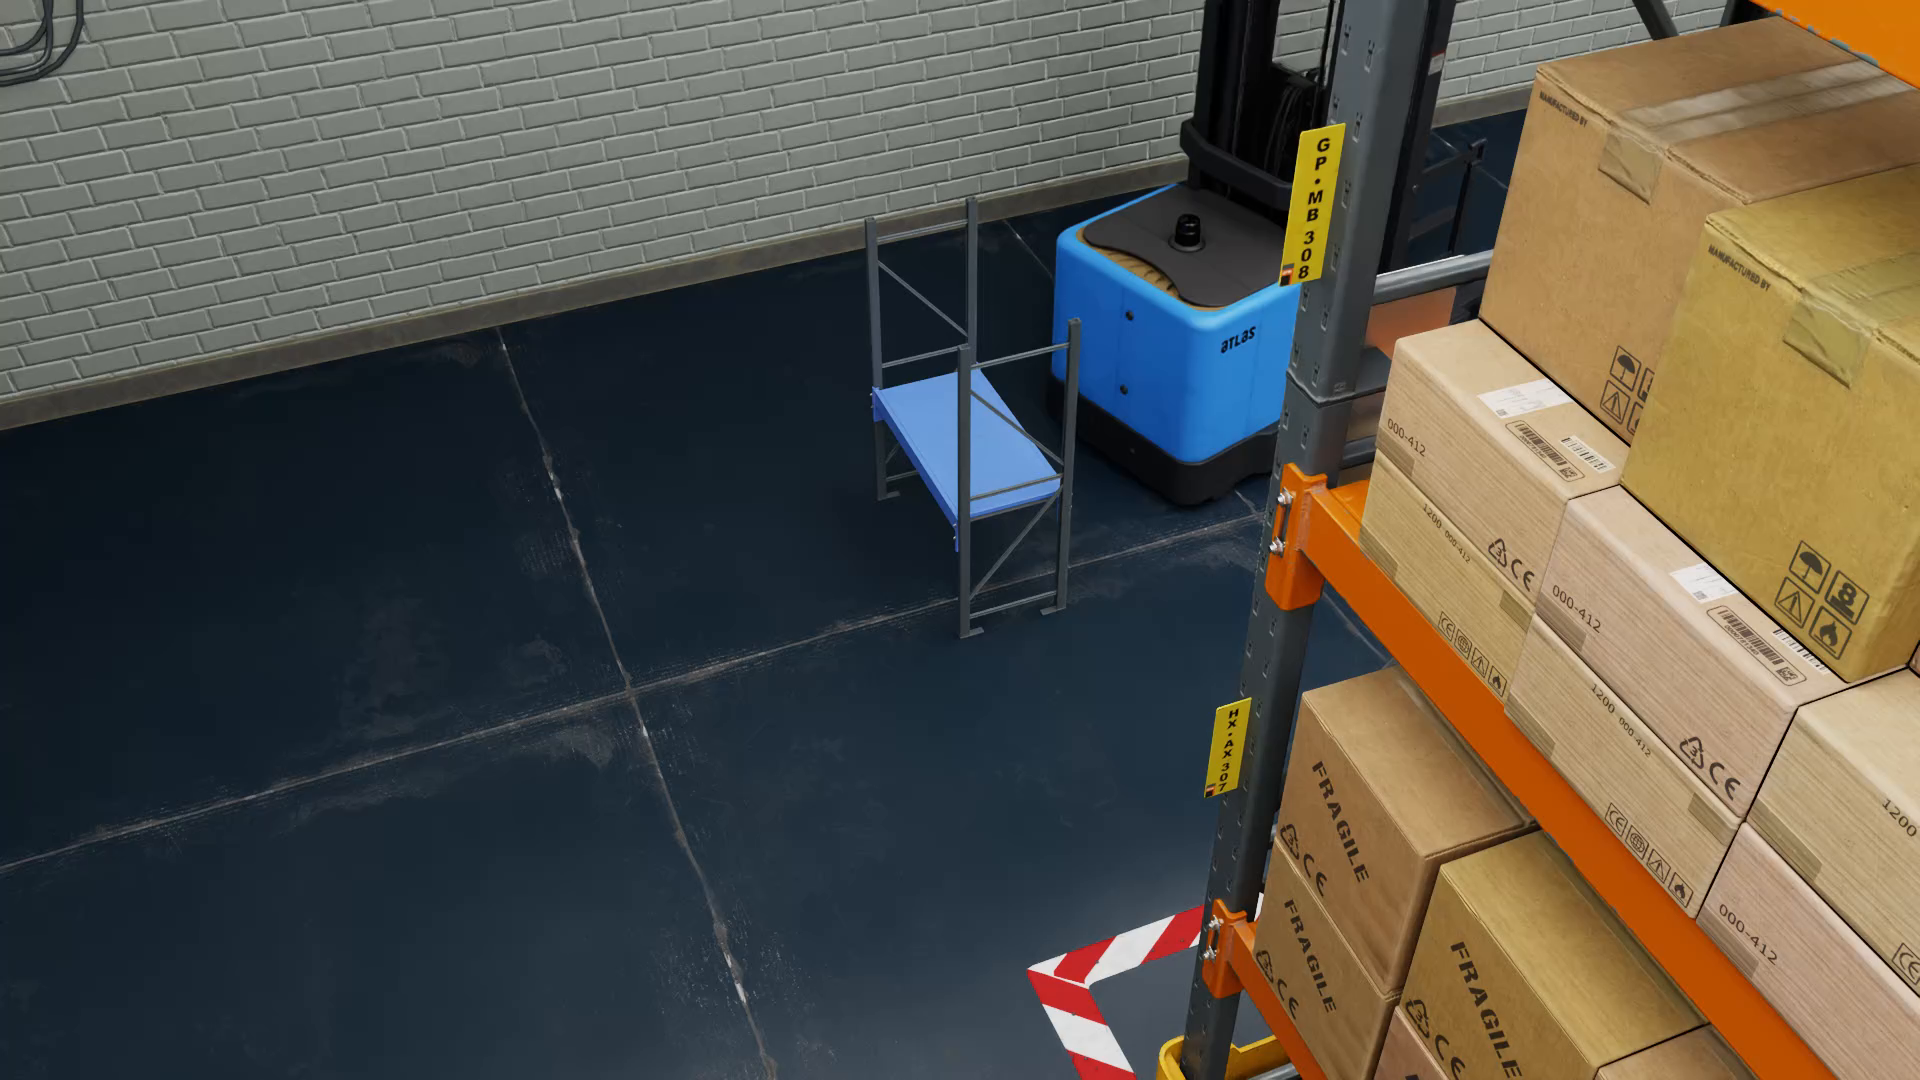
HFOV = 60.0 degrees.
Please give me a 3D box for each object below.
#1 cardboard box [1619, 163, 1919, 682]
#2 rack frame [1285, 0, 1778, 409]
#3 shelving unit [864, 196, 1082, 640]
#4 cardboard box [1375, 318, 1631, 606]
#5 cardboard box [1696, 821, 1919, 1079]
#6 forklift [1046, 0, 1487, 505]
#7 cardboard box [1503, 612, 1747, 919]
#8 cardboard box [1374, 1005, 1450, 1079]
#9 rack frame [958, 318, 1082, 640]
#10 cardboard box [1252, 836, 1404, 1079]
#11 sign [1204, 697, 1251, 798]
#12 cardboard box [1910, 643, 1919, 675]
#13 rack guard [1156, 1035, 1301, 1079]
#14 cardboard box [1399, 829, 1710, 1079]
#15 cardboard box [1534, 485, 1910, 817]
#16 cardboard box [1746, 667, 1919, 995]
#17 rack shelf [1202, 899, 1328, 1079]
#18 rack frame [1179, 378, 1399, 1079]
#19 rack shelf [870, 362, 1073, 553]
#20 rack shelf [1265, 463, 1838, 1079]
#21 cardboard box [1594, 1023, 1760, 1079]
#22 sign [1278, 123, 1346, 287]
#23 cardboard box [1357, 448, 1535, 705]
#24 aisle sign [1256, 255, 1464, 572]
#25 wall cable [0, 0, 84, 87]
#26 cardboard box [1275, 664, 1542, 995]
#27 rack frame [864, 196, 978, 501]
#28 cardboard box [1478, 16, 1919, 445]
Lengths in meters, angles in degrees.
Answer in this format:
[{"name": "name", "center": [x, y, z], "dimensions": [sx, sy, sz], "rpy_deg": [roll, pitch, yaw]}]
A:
[{"name": "cardboard box", "center": [1.489, -0.219, 2.478], "dimensions": [0.700, 0.500, 0.500], "rpy_deg": [-15, 43, -17]}, {"name": "rack frame", "center": [1.164, -1.567, 2.589], "dimensions": [1.000, 3.000, 0.127], "rpy_deg": [-15, 43, -17]}, {"name": "shelving unit", "center": [0.033, -0.517, 7.120], "dimensions": [0.538, 1.500, 1.048], "rpy_deg": [-15, 43, -17]}, {"name": "cardboard box", "center": [1.120, -0.187, 3.017], "dimensions": [0.500, 0.250, 0.500], "rpy_deg": [-15, 43, -17]}, {"name": "cardboard box", "center": [1.498, 0.606, 2.478], "dimensions": [0.500, 0.250, 0.500], "rpy_deg": [-15, 43, -17]}, {"name": "forklift", "center": [1.895, -2.077, 7.837], "dimensions": [3.031, 2.935, 1.130], "rpy_deg": [-28, 48, -28]}, {"name": "cardboard box", "center": [1.305, 0.305, 2.828], "dimensions": [0.500, 0.250, 0.500], "rpy_deg": [-15, 43, -17]}, {"name": "cardboard box", "center": [1.292, 1.313, 3.765], "dimensions": [0.500, 0.500, 0.500], "rpy_deg": [-16, 43, -17]}, {"name": "rack frame", "center": [0.227, -0.211, 6.764], "dimensions": [0.500, 1.500, 0.032], "rpy_deg": [-15, 43, -17]}, {"name": "cardboard box", "center": [1.090, 1.003, 4.125], "dimensions": [0.500, 0.500, 0.500], "rpy_deg": [-14, 43, -16]}, {"name": "sign", "center": [0.663, 0.515, 4.105], "dimensions": [0.100, 0.325, 0.005], "rpy_deg": [-15, 43, -17]}, {"name": "cardboard box", "center": [1.779, 0.056, 2.159], "dimensions": [0.700, 0.500, 0.500], "rpy_deg": [-15, 43, -17]}, {"name": "rack guard", "center": [1.193, 1.702, 5.306], "dimensions": [1.175, 0.500, 0.348], "rpy_deg": [-15, 43, -17]}, {"name": "cardboard box", "center": [1.297, 0.937, 3.435], "dimensions": [0.500, 0.500, 0.500], "rpy_deg": [-15, 43, -16]}, {"name": "cardboard box", "center": [1.305, 0.115, 2.665], "dimensions": [0.500, 0.250, 0.500], "rpy_deg": [-15, 43, -17]}, {"name": "cardboard box", "center": [1.502, 0.415, 2.316], "dimensions": [0.500, 0.250, 0.500], "rpy_deg": [-15, 43, -17]}, {"name": "rack shelf", "center": [1.929, 2.186, 3.378], "dimensions": [1.077, 0.370, 4.000], "rpy_deg": [-15, 43, -17]}, {"name": "rack frame", "center": [1.164, 0.708, 4.545], "dimensions": [1.000, 3.000, 0.127], "rpy_deg": [-15, 43, -17]}, {"name": "rack shelf", "center": [0.033, -0.381, 7.237], "dimensions": [0.538, 0.185, 1.000], "rpy_deg": [-15, 43, -17]}, {"name": "rack shelf", "center": [1.929, 1.048, 2.400], "dimensions": [1.077, 0.370, 4.000], "rpy_deg": [-15, 43, -17]}, {"name": "cardboard box", "center": [1.484, 1.240, 3.083], "dimensions": [0.500, 0.500, 0.500], "rpy_deg": [-15, 43, -16]}, {"name": "sign", "center": [0.663, -0.625, 3.124], "dimensions": [0.100, 0.325, 0.005], "rpy_deg": [-15, 43, -17]}, {"name": "cardboard box", "center": [1.126, 0.001, 3.182], "dimensions": [0.500, 0.250, 0.500], "rpy_deg": [-15, 43, -17]}, {"name": "aisle sign", "center": [0.867, -0.245, 3.660], "dimensions": [0.394, 0.787, 0.004], "rpy_deg": [-15, 43, -17]}, {"name": "wall cable", "center": [-5.245, -2.647, 6.227], "dimensions": [3.097, 2.526, 0.112], "rpy_deg": [-15, 43, -17]}, {"name": "cardboard box", "center": [1.090, 0.624, 3.799], "dimensions": [0.500, 0.500, 0.500], "rpy_deg": [-14, 43, -16]}, {"name": "rack frame", "center": [-0.162, -0.824, 7.476], "dimensions": [0.500, 1.500, 0.032], "rpy_deg": [-15, 43, -17]}, {"name": "cardboard box", "center": [1.376, -0.541, 2.853], "dimensions": [0.700, 0.500, 0.500], "rpy_deg": [-15, 43, -17]}]
